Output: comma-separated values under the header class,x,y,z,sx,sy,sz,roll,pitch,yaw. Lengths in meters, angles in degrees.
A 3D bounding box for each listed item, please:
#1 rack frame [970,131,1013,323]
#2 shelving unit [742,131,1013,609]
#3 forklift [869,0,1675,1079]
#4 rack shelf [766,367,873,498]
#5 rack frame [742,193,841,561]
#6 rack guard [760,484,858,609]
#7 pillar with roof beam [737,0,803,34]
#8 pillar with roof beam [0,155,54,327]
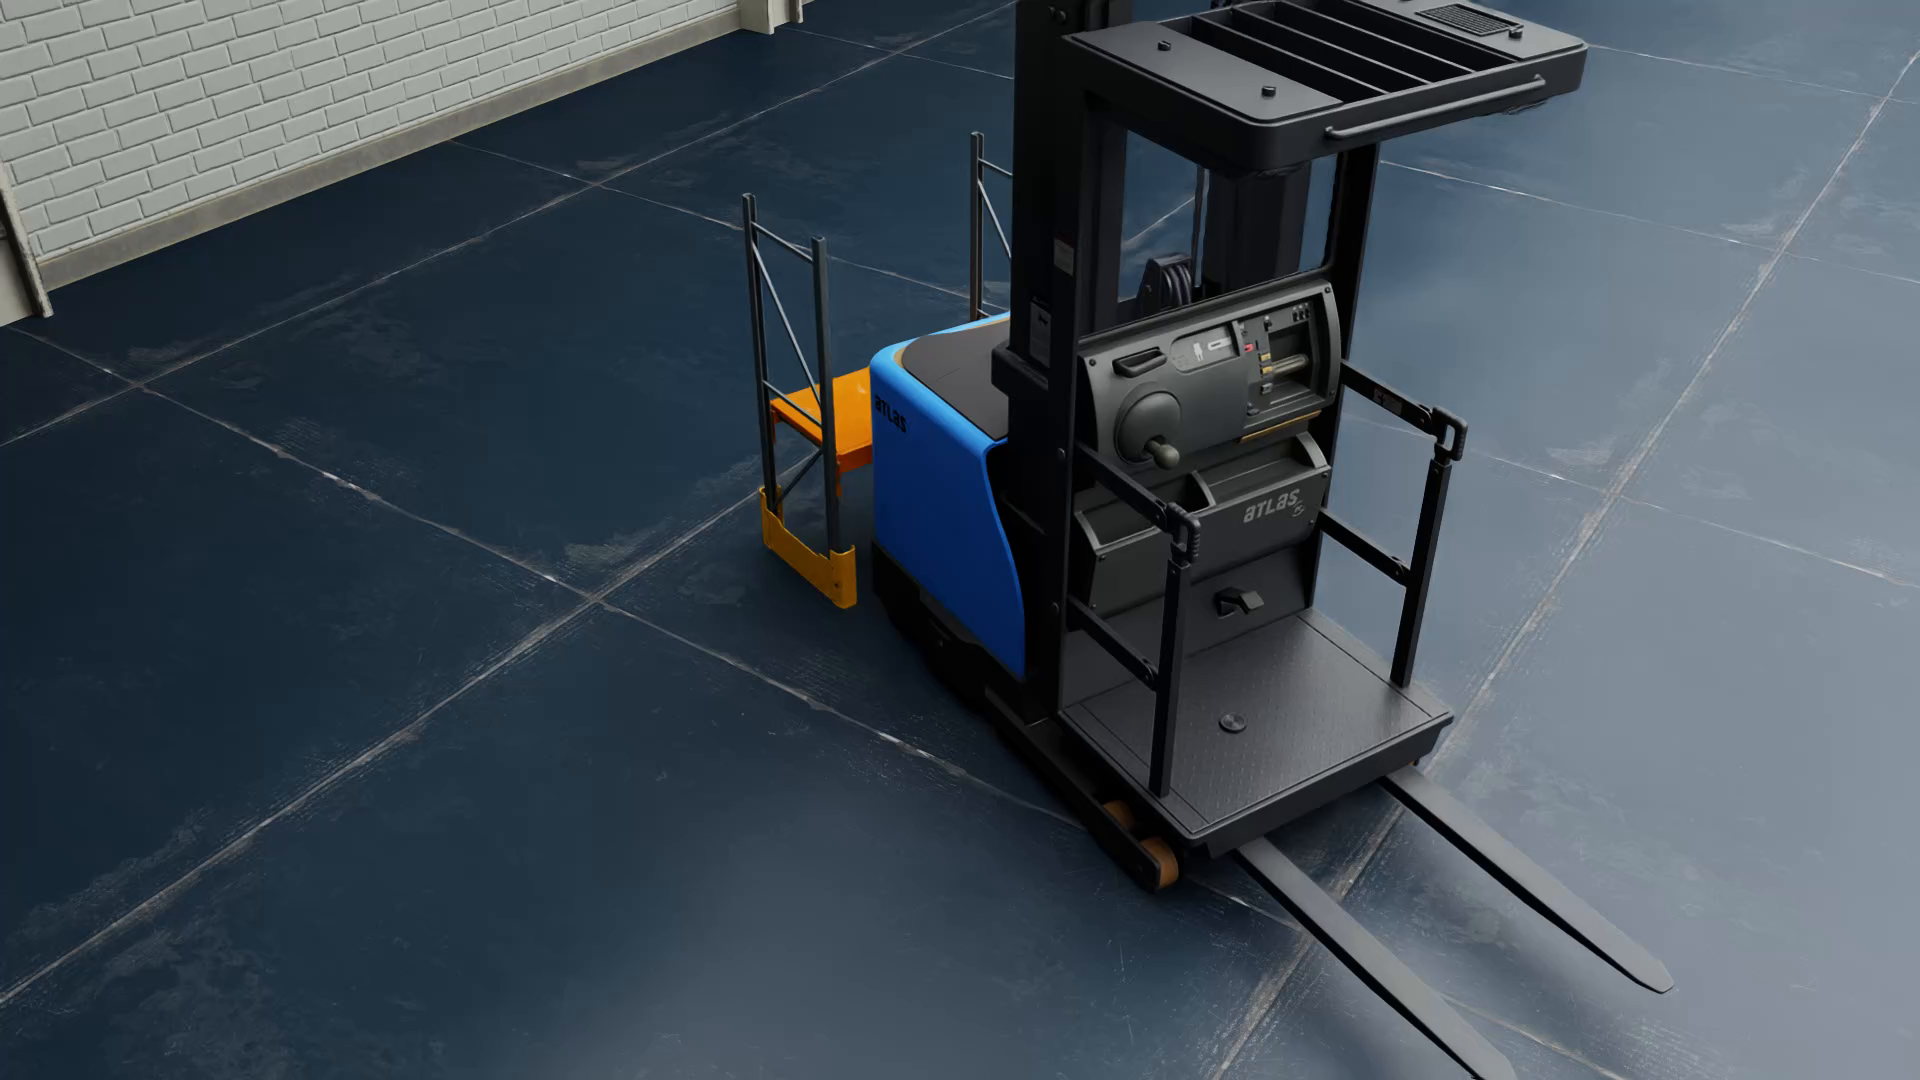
class,x,y,z,sx,sy,sz,roll,pitch,yaw
rack frame,0.203,-0.834,6.644,0.032,1.500,0.500,-23,40,-30
shelving unit,-0.196,-0.666,6.396,1.083,1.500,0.587,-23,40,-30
forklift,0.874,-0.432,4.772,1.130,2.935,3.031,-19,39,-26
rack shelf,-0.204,-0.514,6.492,1.000,0.185,0.538,-23,40,-30
rack frame,-0.610,-0.492,6.139,0.032,1.500,0.500,-23,40,-30
rack guard,-0.595,0.019,6.498,0.087,0.250,0.587,-23,40,-30
pillar with roof beam,2.119,-6.220,7.914,9.100,9.000,0.400,21,39,28
pillar with roof beam,-1.302,-3.459,3.831,9.100,9.000,0.400,21,39,28
